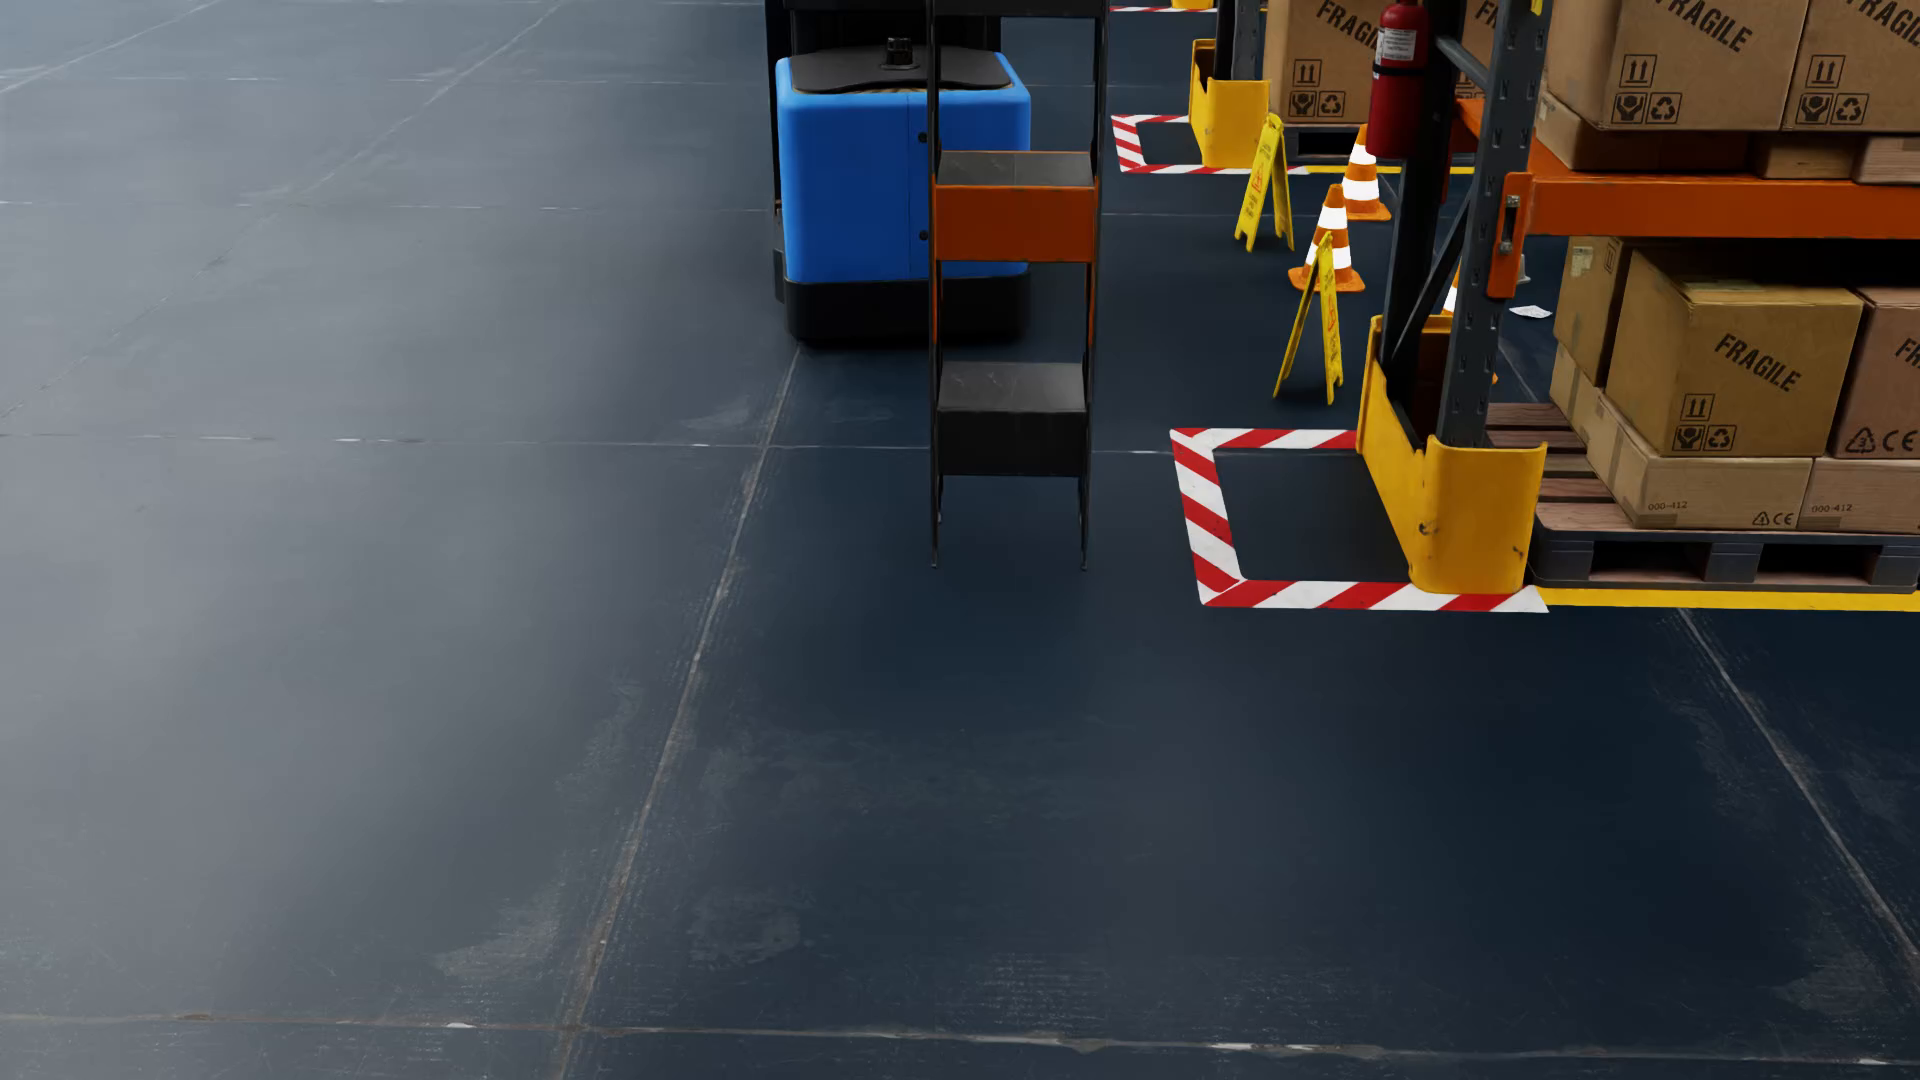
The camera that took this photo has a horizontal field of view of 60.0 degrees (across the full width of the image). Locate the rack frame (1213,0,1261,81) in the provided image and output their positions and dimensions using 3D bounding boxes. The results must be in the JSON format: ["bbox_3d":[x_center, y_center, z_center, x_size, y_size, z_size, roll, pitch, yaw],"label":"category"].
[{"bbox_3d":[1.632,-3.747,9.434,0.127,3.000,1.000,1,28,2],"label":"rack frame"}]

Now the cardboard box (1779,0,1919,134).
[{"bbox_3d":[2.540,-1.460,4.694,0.500,0.500,0.500,2,28,3],"label":"cardboard box"}]

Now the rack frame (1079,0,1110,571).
[{"bbox_3d":[0.409,-0.921,5.063,0.015,2.100,0.400,1,28,2],"label":"rack frame"}]

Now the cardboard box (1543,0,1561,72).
[{"bbox_3d":[2.111,-1.724,5.194,0.500,0.500,0.500,0,28,1],"label":"cardboard box"}]

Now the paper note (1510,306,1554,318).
[{"bbox_3d":[2.573,-1.033,7.484,0.142,0.019,0.148,-9,29,-16],"label":"paper note"}]

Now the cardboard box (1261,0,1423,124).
[{"bbox_3d":[2.312,-3.014,9.871,0.875,0.875,0.875,1,28,2],"label":"cardboard box"}]

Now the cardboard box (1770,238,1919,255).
[{"bbox_3d":[2.890,-0.833,5.622,0.500,0.500,0.500,2,28,4],"label":"cardboard box"}]

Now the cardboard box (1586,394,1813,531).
[{"bbox_3d":[2.355,-0.257,5.337,0.500,0.250,0.500,1,28,1],"label":"cardboard box"}]

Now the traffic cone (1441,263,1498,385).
[{"bbox_3d":[2.034,-0.905,6.780,0.334,0.463,0.336,1,28,2],"label":"traffic cone"}]

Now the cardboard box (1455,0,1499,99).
[{"bbox_3d":[3.192,-3.000,9.845,0.875,0.875,0.875,1,28,1],"label":"cardboard box"}]

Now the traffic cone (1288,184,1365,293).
[{"bbox_3d":[1.733,-1.430,7.771,0.334,0.463,0.336,1,28,2],"label":"traffic cone"}]

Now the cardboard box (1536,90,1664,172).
[{"bbox_3d":[1.891,-1.215,4.926,0.250,0.149,0.380,1,28,2],"label":"cardboard box"}]

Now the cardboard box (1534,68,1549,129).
[{"bbox_3d":[1.940,-1.412,5.296,0.250,0.149,0.380,2,28,4],"label":"cardboard box"}]

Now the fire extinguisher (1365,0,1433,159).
[{"bbox_3d":[1.460,-1.612,5.489,0.183,0.674,0.296,1,28,2],"label":"fire extinguisher"}]

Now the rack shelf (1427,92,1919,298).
[{"bbox_3d":[3.557,-1.078,5.166,4.000,0.370,1.077,1,28,2],"label":"rack shelf"}]

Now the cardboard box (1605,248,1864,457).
[{"bbox_3d":[2.379,-0.588,5.161,0.500,0.500,0.500,0,28,0],"label":"cardboard box"}]

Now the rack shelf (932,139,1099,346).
[{"bbox_3d":[0.165,-0.913,5.077,0.480,0.518,0.431,1,28,2],"label":"rack shelf"}]

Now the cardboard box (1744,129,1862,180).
[{"bbox_3d":[2.406,-1.175,4.850,0.250,0.149,0.380,0,28,0],"label":"cardboard box"}]

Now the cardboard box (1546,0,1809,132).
[{"bbox_3d":[2.022,-1.467,4.707,0.500,0.500,0.500,1,28,1],"label":"cardboard box"}]

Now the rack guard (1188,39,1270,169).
[{"bbox_3d":[1.608,-2.643,10.020,0.348,0.500,1.175,1,28,2],"label":"rack guard"}]

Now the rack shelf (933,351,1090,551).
[{"bbox_3d":[0.165,-0.294,5.405,0.480,0.518,0.431,1,28,2],"label":"rack shelf"}]

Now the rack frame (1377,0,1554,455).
[{"bbox_3d":[1.558,-1.429,5.060,0.127,3.000,1.000,1,28,2],"label":"rack frame"}]

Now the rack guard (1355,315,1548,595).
[{"bbox_3d":[1.634,-0.323,5.643,0.348,0.500,1.175,1,28,2],"label":"rack guard"}]

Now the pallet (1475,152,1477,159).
[{"bbox_3d":[3.650,-2.517,10.091,1.213,0.211,1.003,1,28,2],"label":"pallet"}]

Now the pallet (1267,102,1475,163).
[{"bbox_3d":[2.434,-2.539,10.131,1.213,0.211,1.003,1,28,2],"label":"pallet"}]

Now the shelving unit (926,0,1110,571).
[{"bbox_3d":[0.165,-0.925,5.071,0.503,2.100,0.431,1,28,2],"label":"shelving unit"}]

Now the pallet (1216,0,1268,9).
[{"bbox_3d":[2.795,-4.804,14.405,1.213,0.211,1.003,1,28,2],"label":"pallet"}]

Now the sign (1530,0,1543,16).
[{"bbox_3d":[1.539,-1.557,4.378,0.005,0.325,0.100,1,28,2],"label":"sign"}]

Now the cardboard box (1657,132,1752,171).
[{"bbox_3d":[2.143,-1.218,4.931,0.250,0.149,0.380,1,28,3],"label":"cardboard box"}]

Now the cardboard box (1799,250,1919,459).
[{"bbox_3d":[2.901,-0.581,5.148,0.500,0.500,0.500,0,28,0],"label":"cardboard box"}]

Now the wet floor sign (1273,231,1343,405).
[{"bbox_3d":[1.406,-0.893,6.562,0.232,0.644,0.267,11,30,19],"label":"wet floor sign"}]

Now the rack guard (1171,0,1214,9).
[{"bbox_3d":[1.984,-4.962,14.394,0.348,0.500,1.175,1,28,2],"label":"rack guard"}]

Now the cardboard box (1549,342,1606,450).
[{"bbox_3d":[2.400,-0.512,5.818,0.500,0.250,0.500,1,28,2],"label":"cardboard box"}]

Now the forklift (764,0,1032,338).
[{"bbox_3d":[-0.383,-2.811,7.740,1.130,2.935,3.031,-3,28,-6],"label":"forklift"}]

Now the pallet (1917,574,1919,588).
[{"bbox_3d":[3.661,-0.144,5.614,1.213,0.211,1.003,1,28,2],"label":"pallet"}]

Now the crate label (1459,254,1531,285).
[{"bbox_3d":[2.521,-1.302,7.877,0.298,0.136,0.250,-14,31,-24],"label":"crate label"}]

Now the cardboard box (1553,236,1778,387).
[{"bbox_3d":[2.368,-0.840,5.636,0.500,0.500,0.500,1,28,2],"label":"cardboard box"}]

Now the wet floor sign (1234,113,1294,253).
[{"bbox_3d":[1.533,-1.781,8.238,0.232,0.644,0.267,-4,28,-7],"label":"wet floor sign"}]

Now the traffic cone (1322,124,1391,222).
[{"bbox_3d":[2.113,-1.953,8.758,0.334,0.463,0.336,1,28,2],"label":"traffic cone"}]

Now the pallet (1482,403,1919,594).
[{"bbox_3d":[2.445,-0.166,5.654,1.213,0.211,1.003,1,28,2],"label":"pallet"}]

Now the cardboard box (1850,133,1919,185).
[{"bbox_3d":[2.658,-1.150,4.802,0.250,0.149,0.380,1,28,3],"label":"cardboard box"}]

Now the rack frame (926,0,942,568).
[{"bbox_3d":[-0.078,-0.929,5.078,0.015,2.100,0.400,1,28,2],"label":"rack frame"}]

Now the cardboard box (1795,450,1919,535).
[{"bbox_3d":[2.865,-0.245,5.314,0.500,0.250,0.500,2,28,4],"label":"cardboard box"}]

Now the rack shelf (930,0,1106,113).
[{"bbox_3d":[0.165,-1.531,4.749,0.480,0.518,0.431,1,28,2],"label":"rack shelf"}]
